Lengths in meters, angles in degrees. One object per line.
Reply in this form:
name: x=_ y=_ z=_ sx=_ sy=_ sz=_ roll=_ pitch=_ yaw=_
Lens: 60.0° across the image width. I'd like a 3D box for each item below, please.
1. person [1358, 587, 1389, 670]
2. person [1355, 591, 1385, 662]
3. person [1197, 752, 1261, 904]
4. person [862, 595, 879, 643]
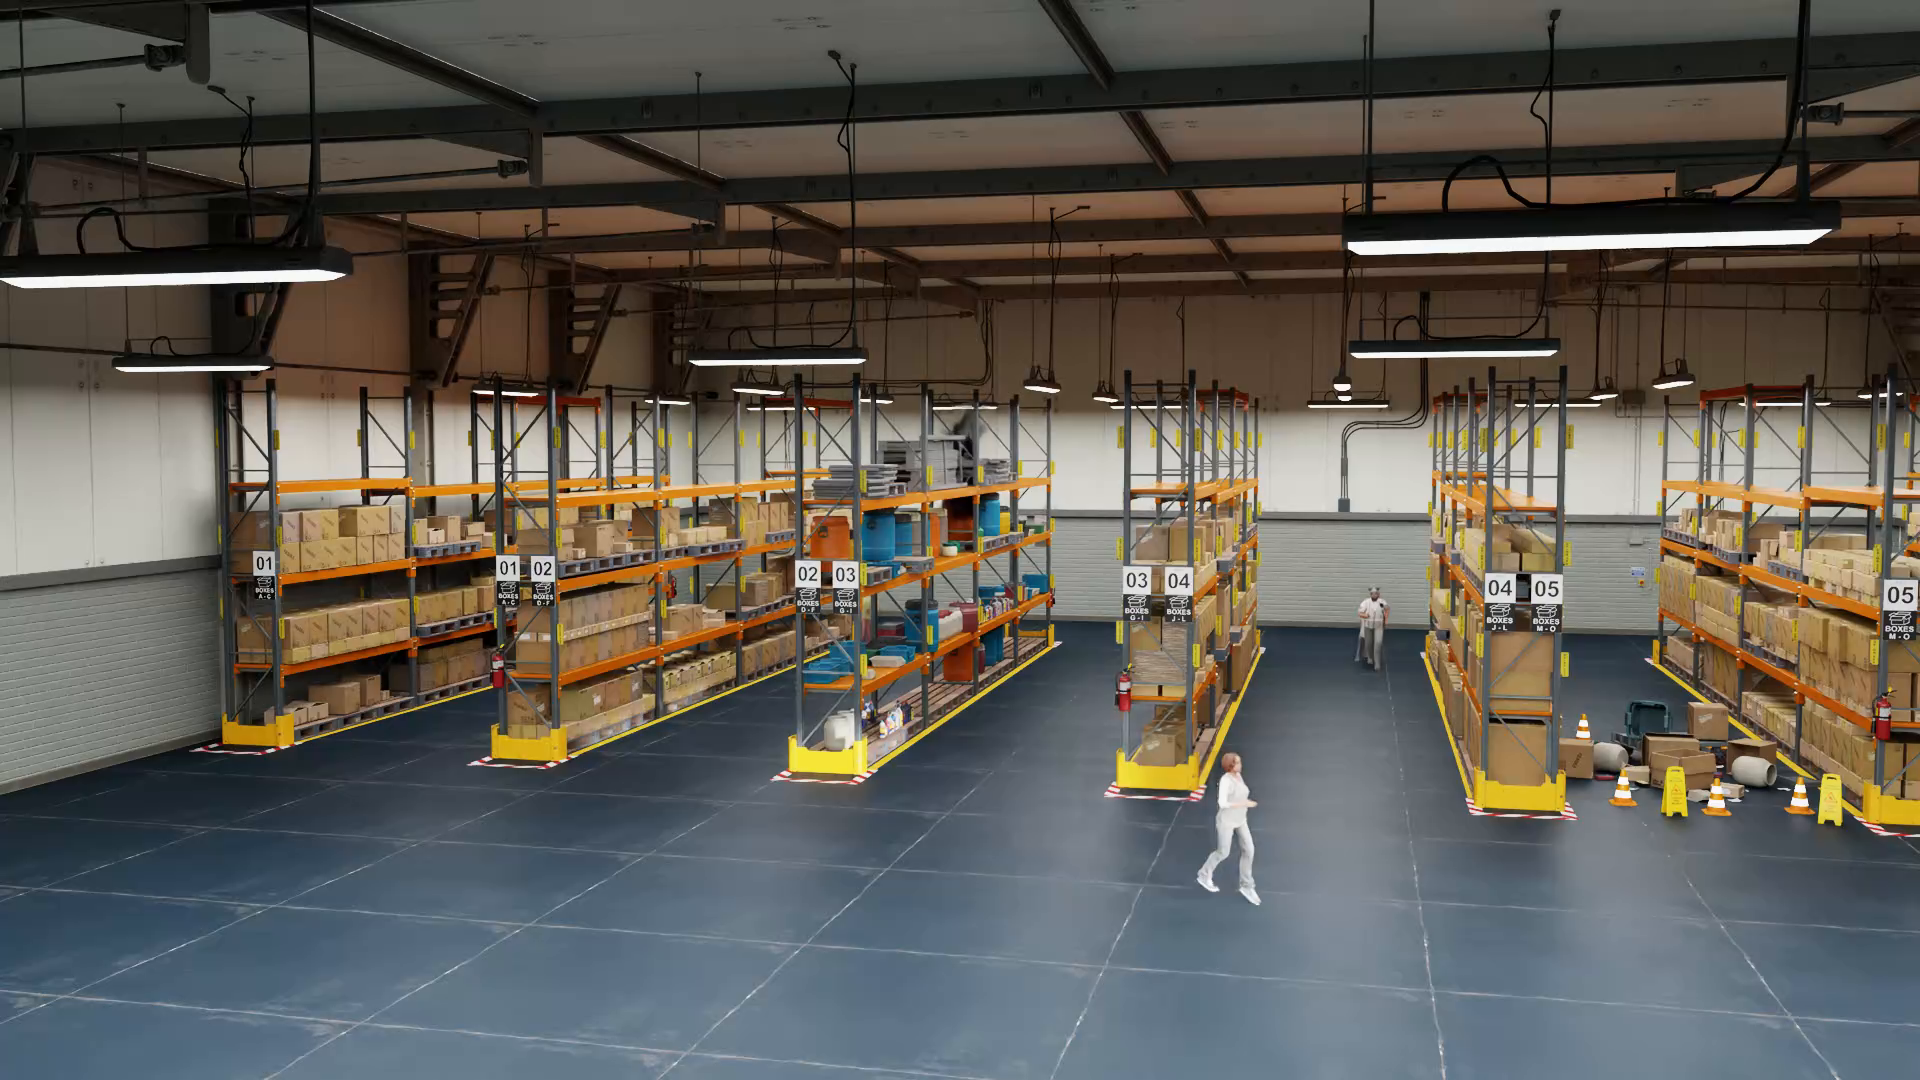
person: x=9.060 y=1.902 z=36.427 sx=0.670 sy=1.772 sz=0.996 roll=1 pitch=4 yaw=14
person: x=9.358 y=1.926 z=37.720 sx=0.620 sy=1.662 sz=0.789 roll=2 pitch=4 yaw=28
person: x=2.920 y=3.115 z=18.084 sx=0.751 sy=1.645 sz=0.522 roll=3 pitch=5 yaw=41
person: x=-2.036 y=1.753 z=35.904 sx=0.576 sy=1.780 sz=0.627 roll=0 pitch=3 yaw=3
